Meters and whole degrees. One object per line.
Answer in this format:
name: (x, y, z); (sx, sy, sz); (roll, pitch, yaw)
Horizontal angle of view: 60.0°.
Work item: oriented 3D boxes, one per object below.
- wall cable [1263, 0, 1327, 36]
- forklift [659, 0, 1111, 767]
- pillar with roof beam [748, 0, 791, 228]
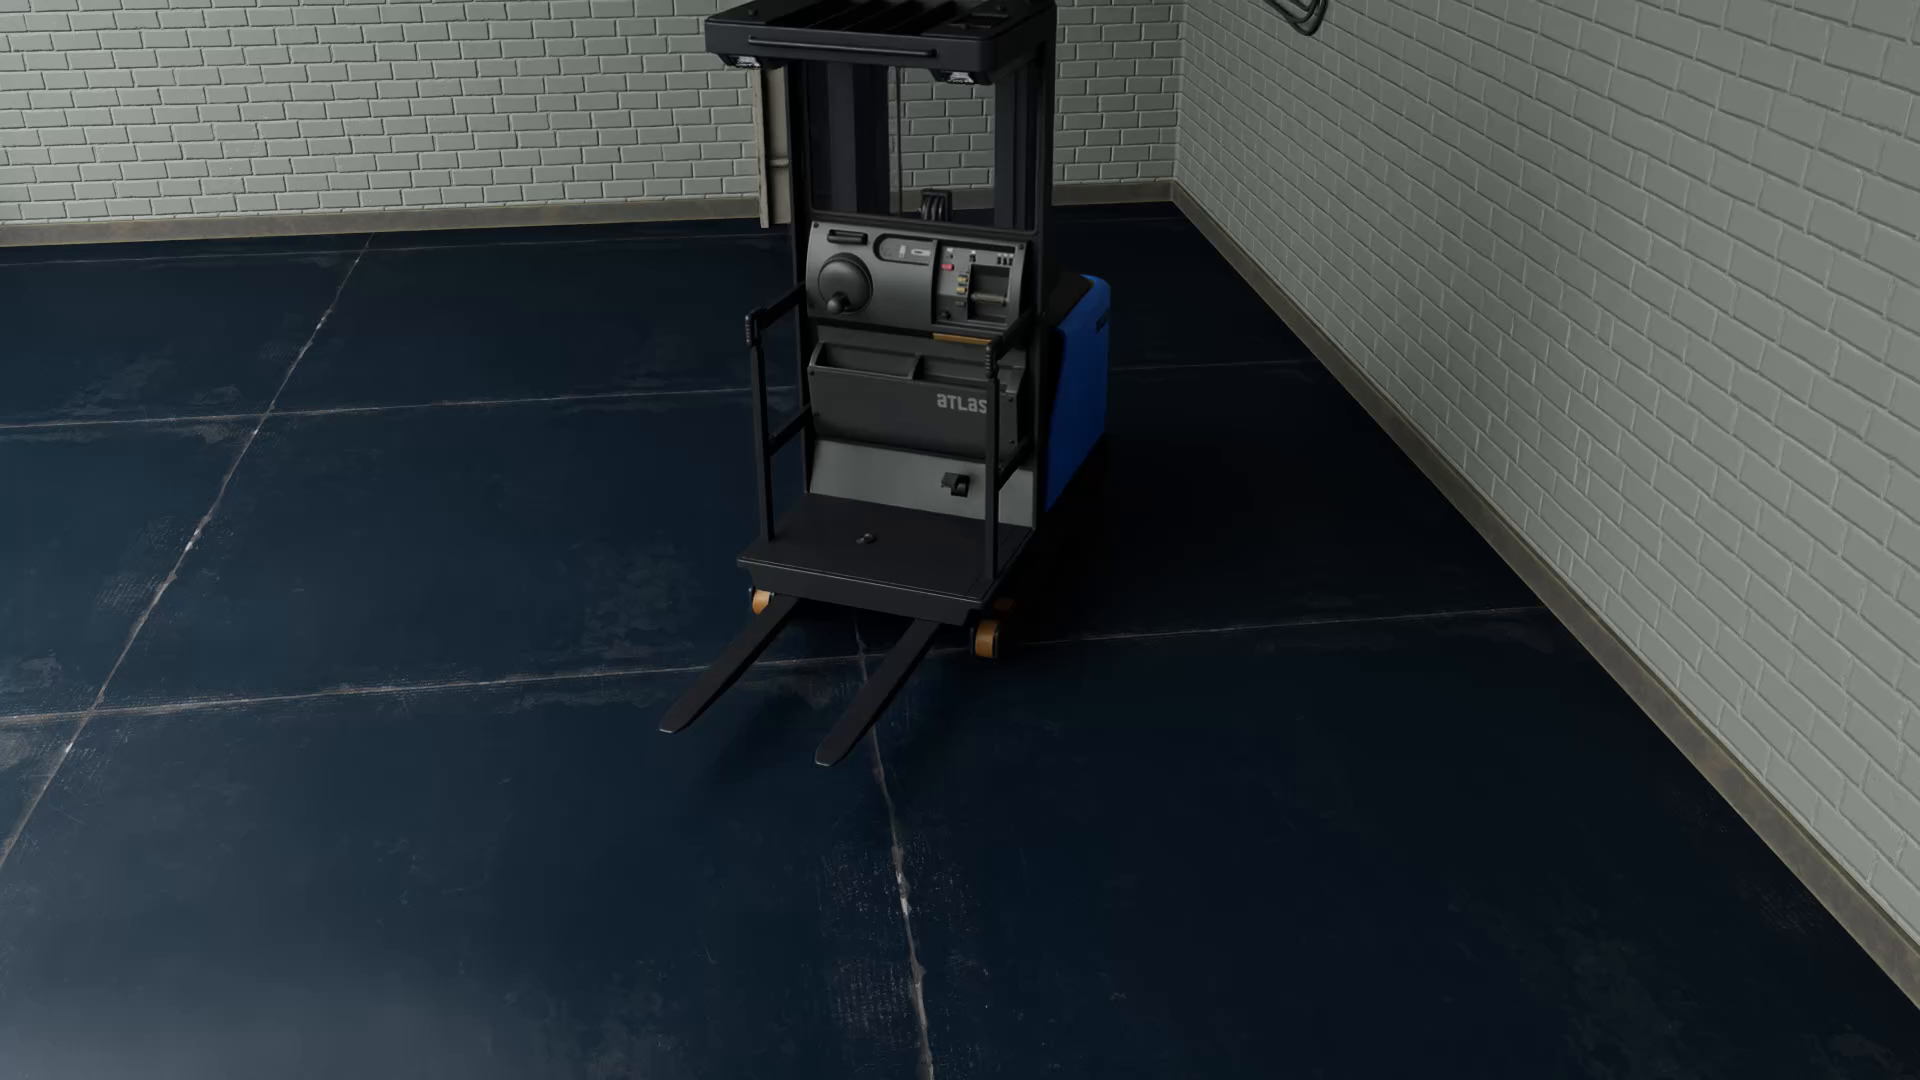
wall cable: (1.816, -4.591, 10.242); (0.112, 2.526, 3.097); (-4, 27, -7)
forklift: (-0.253, -1.028, 6.542); (1.130, 2.935, 3.031); (9, 29, 17)
pillar with roof beam: (-0.685, -4.437, 6.540); (0.400, 9.000, 9.100); (-4, 27, -7)
